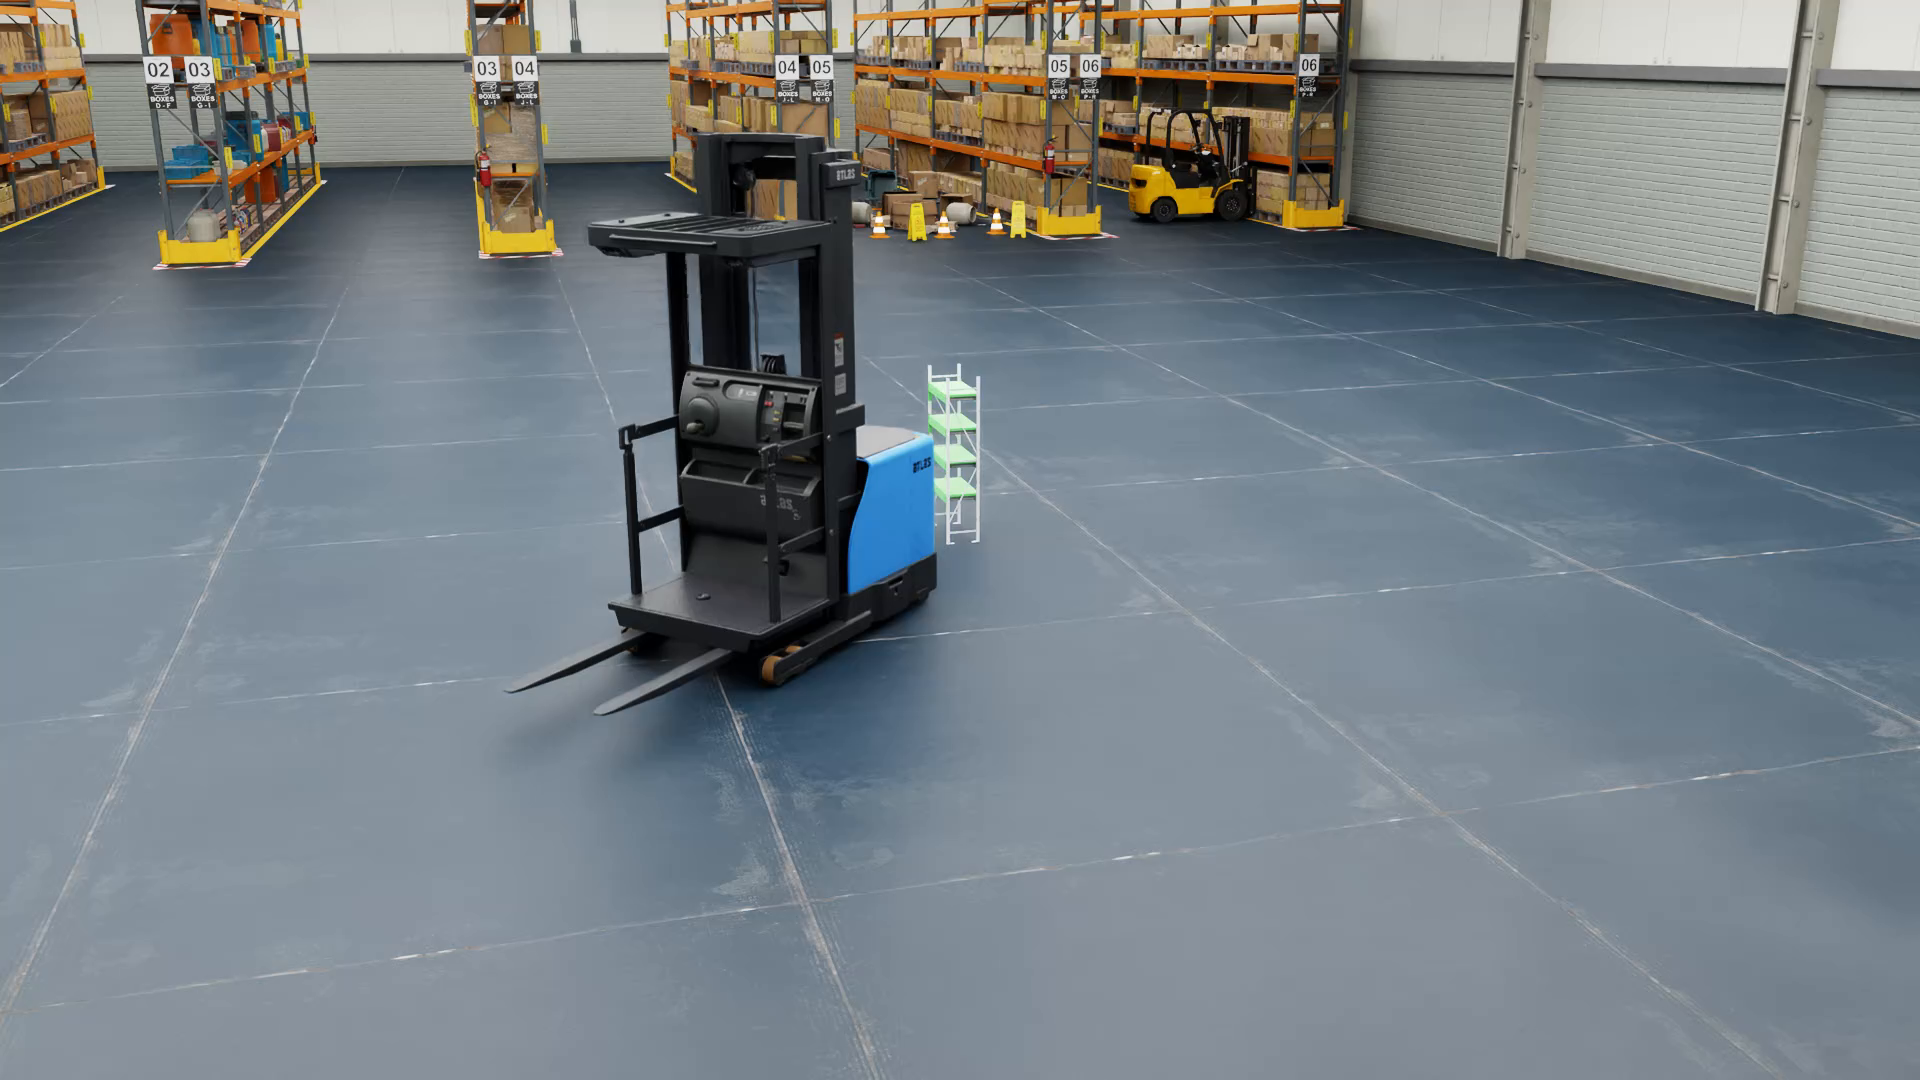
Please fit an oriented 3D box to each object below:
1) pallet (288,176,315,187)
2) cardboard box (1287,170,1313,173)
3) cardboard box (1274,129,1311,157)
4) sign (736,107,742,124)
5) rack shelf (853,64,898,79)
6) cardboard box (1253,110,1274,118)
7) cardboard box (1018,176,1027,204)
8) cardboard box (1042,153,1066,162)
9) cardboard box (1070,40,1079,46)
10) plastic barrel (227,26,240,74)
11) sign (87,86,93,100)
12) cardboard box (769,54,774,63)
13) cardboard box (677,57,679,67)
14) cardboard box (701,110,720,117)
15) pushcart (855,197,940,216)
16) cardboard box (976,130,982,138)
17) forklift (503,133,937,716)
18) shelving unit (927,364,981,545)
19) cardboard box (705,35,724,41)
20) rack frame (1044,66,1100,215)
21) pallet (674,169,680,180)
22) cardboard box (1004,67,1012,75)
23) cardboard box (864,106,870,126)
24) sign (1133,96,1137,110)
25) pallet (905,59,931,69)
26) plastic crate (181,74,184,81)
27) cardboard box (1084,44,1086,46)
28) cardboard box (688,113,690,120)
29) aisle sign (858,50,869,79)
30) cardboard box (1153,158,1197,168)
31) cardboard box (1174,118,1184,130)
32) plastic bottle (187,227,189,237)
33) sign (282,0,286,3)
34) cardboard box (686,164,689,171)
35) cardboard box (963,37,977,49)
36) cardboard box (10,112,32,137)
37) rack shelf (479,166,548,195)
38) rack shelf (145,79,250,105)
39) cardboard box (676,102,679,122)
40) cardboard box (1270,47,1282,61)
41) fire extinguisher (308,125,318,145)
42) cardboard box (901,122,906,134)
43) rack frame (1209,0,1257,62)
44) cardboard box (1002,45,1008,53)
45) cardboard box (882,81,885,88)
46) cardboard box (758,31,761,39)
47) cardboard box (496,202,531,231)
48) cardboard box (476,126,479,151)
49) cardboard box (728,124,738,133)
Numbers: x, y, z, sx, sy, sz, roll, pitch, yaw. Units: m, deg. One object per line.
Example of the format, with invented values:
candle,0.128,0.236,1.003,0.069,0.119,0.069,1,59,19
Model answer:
pallet,-16.455,-8.806,40.899,1.003,0.211,1.213,-5,17,-15
cardboard box,6.724,-7.164,32.899,0.500,0.250,0.500,-5,17,-15
cardboard box,6.427,-7.678,32.126,0.500,0.500,0.500,-5,17,-16
sign,-4.306,-8.280,32.427,0.100,0.325,0.005,-5,17,-15
rack shelf,-1.804,-12.086,43.010,1.077,0.370,4.000,-5,17,-15
cardboard box,6.087,-8.522,33.291,0.380,0.149,0.250,-4,17,-14
cardboard box,1.426,-6.710,31.822,0.500,0.500,0.500,-4,17,-13
cardboard box,1.735,-7.088,30.770,0.380,0.149,0.250,-4,17,-13
cardboard box,3.147,-12.702,42.683,0.500,0.250,0.500,-5,17,-15
plastic barrel,-14.429,-9.592,32.584,0.600,0.901,0.600,0,17,0
sign,-20.869,-10.726,39.883,0.100,0.325,0.005,-5,17,-15
cardboard box,-3.105,-8.333,28.797,0.380,0.149,0.250,-5,17,-15
cardboard box,-6.782,-11.917,41.458,0.500,0.250,0.500,-5,17,-16
cardboard box,-5.529,-9.450,36.870,0.380,0.149,0.250,-5,17,-16
pushcart,-1.234,-6.778,33.861,1.648,0.377,0.936,-12,20,-34
cardboard box,0.538,-8.429,34.507,0.380,0.149,0.250,-4,17,-14
forklift,-1.319,-0.743,9.332,1.130,2.935,3.031,9,19,28
shelving unit,-0.045,-0.620,11.932,0.258,1.200,0.503,-5,17,-15
cardboard box,-5.403,-10.998,36.634,0.396,0.266,0.258,-5,17,-15
rack frame,2.044,-7.122,30.446,1.000,3.000,0.127,-5,17,-15
pallet,-6.875,-9.544,43.358,1.003,0.211,1.213,-5,17,-15
cardboard box,1.064,-9.075,32.172,0.380,0.149,0.250,-5,17,-16
cardboard box,-2.209,-11.160,43.716,0.500,0.500,0.500,-5,17,-16
sign,4.098,-10.199,38.816,0.100,0.325,0.005,-5,17,-15
pallet,-0.693,-11.164,39.017,1.003,0.211,1.213,-4,17,-13
plastic crate,-13.061,-7.879,27.782,0.392,0.384,0.575,-5,17,-15
cardboard box,3.320,-12.357,41.676,0.380,0.149,0.250,-4,17,-14
cardboard box,-6.175,-9.957,39.074,0.380,0.149,0.250,-4,17,-14
aisle sign,-2.652,-12.789,44.796,0.394,0.787,0.004,-5,17,-15
cardboard box,4.962,-8.438,38.227,0.875,0.625,0.625,-4,17,-13
cardboard box,5.052,-9.188,36.718,0.500,0.250,0.500,-4,17,-14
plastic bottle,-13.173,-5.290,28.449,0.097,0.201,0.097,0,17,0
sign,-15.015,-12.082,36.895,0.100,0.325,0.005,-5,17,-15
cardboard box,-6.555,-9.208,41.102,0.380,0.149,0.250,-5,18,-17
cardboard box,0.361,-10.464,35.021,0.500,0.250,0.500,-4,17,-14
cardboard box,-19.764,-8.640,34.599,0.700,0.500,0.500,-10,19,-29
rack shelf,-8.034,-6.547,29.783,1.077,0.370,4.000,-5,17,-15
rack shelf,-12.797,-7.592,28.048,1.077,0.370,4.000,-5,17,-15
cardboard box,-6.933,-10.890,42.300,0.500,0.500,0.500,-4,17,-15
cardboard box,6.226,-9.412,32.186,0.396,0.266,0.258,-5,17,-15
fire extinguisher,-16.249,-10.234,41.591,0.296,0.674,0.183,-5,17,-15
cardboard box,-1.118,-9.940,40.091,0.500,0.250,0.500,-5,17,-16
rack frame,5.716,-11.495,34.576,1.000,3.000,0.127,-5,17,-15
cardboard box,1.044,-9.530,32.302,0.380,0.149,0.250,-5,18,-17
cardboard box,-1.759,-11.558,42.177,0.380,0.149,0.250,-5,17,-16
cardboard box,-3.385,-8.997,29.621,0.380,0.149,0.250,-5,17,-15
cardboard box,-7.837,-5.679,29.258,0.500,0.500,0.500,0,17,-1
cardboard box,-8.416,-7.364,30.564,0.875,0.500,0.500,-5,17,-15
cardboard box,-4.465,-8.259,34.060,0.500,0.500,0.500,-5,17,-15
